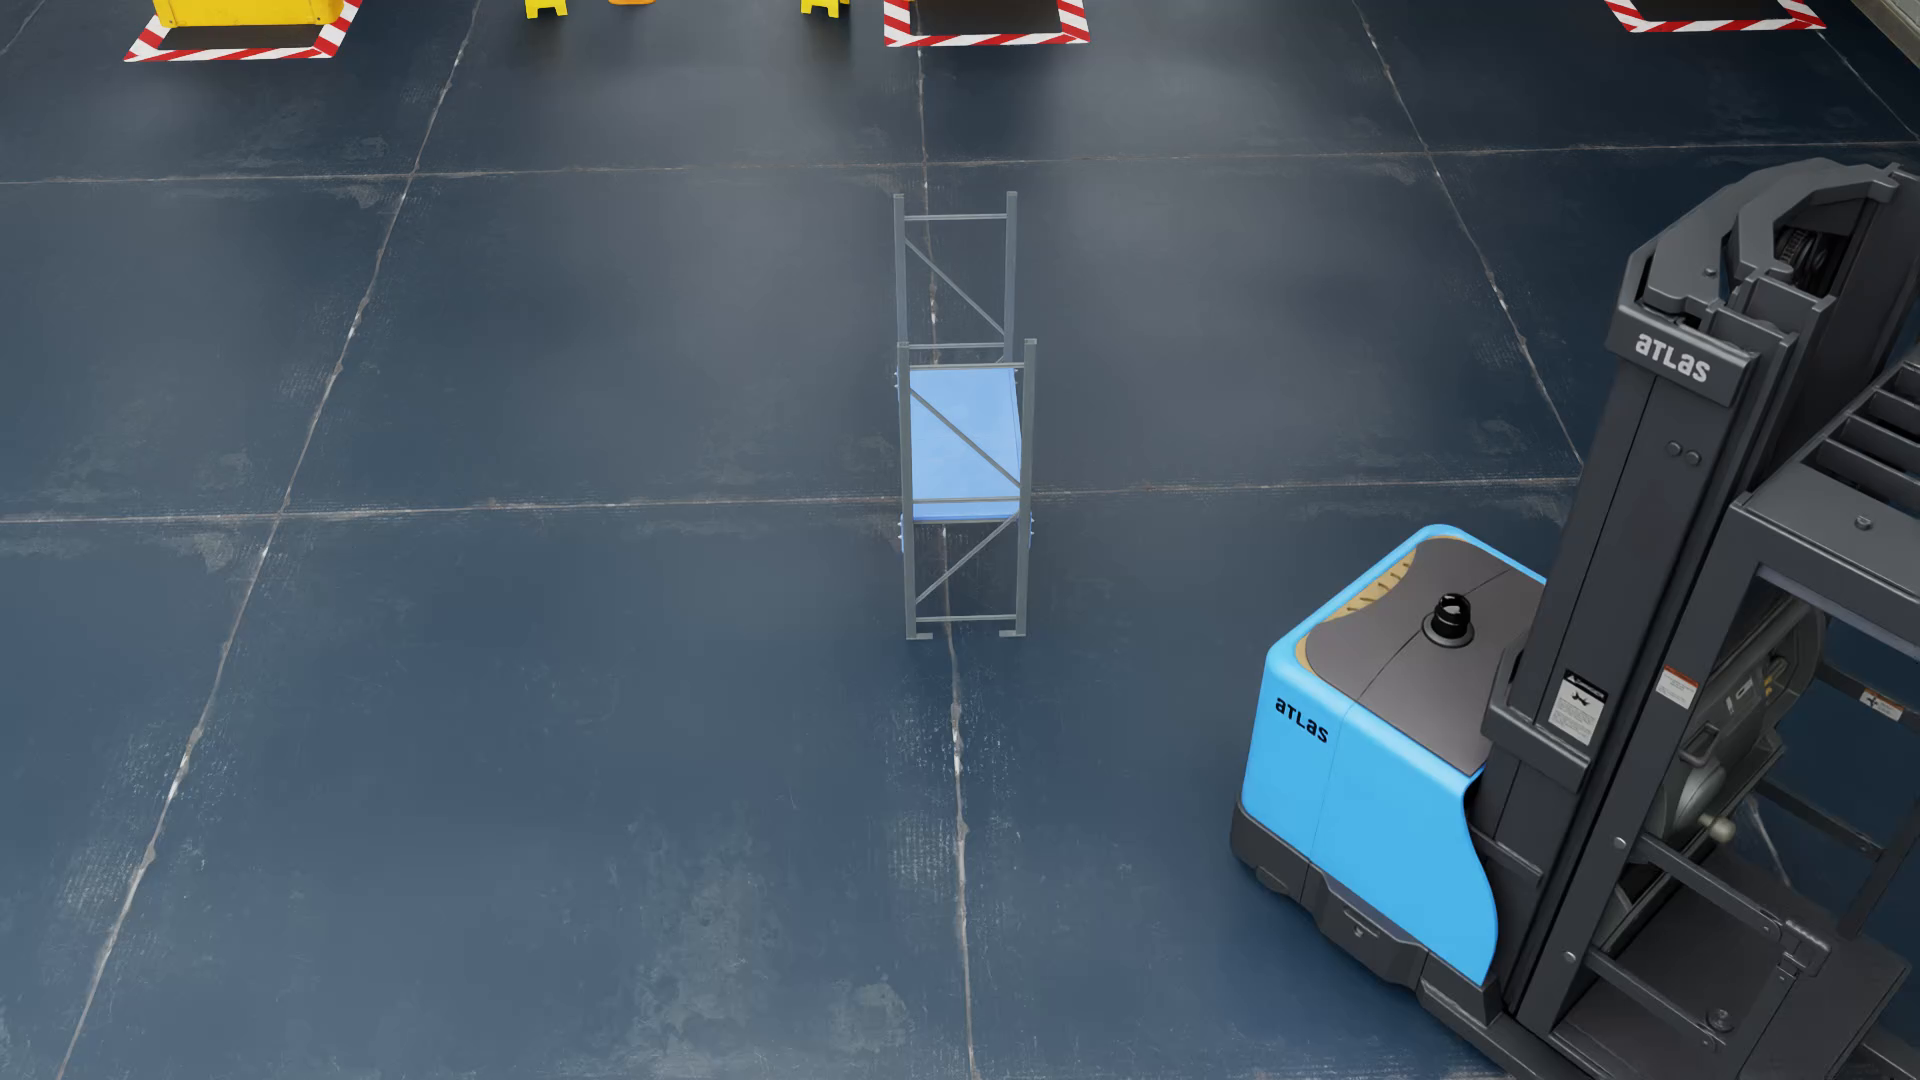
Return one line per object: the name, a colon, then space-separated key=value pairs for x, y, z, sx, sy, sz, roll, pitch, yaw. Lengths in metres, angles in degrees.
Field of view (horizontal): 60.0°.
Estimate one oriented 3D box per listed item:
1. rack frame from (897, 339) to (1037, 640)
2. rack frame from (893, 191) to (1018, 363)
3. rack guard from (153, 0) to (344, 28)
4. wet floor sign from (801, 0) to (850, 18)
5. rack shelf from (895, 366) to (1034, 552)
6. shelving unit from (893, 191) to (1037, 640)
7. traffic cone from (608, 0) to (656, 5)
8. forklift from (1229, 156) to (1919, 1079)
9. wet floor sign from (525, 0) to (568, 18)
rack frame: x=0.025 y=-0.152 z=6.456 sx=0.500 sy=1.500 sz=0.032 roll=-2 pitch=43 yaw=-2
rack frame: x=-0.018 y=-0.838 z=7.204 sx=0.500 sy=1.500 sz=0.032 roll=-2 pitch=43 yaw=-2
rack guard: x=-4.797 y=-3.751 z=11.122 sx=1.175 sy=0.500 sz=0.348 roll=-2 pitch=43 yaw=-2
wet floor sign: x=-0.918 y=-3.872 z=11.147 sx=0.267 sy=0.644 sz=0.232 roll=12 pitch=44 yaw=13
rack shelf: x=0.004 y=-0.363 z=6.952 sx=0.538 sy=0.185 sz=1.000 roll=-2 pitch=43 yaw=-2
shelving unit: x=0.004 y=-0.495 z=6.830 sx=0.538 sy=1.500 sz=1.048 roll=-2 pitch=43 yaw=-2
traffic cone: x=-2.258 y=-3.956 z=11.373 sx=0.336 sy=0.463 sz=0.334 roll=-2 pitch=43 yaw=-2
forklift: x=2.363 y=0.576 z=4.602 sx=1.130 sy=2.935 sz=3.031 roll=-33 pitch=52 yaw=-30
wet floor sign: x=-2.819 y=-3.858 z=11.131 sx=0.267 sy=0.644 sz=0.232 roll=-8 pitch=43 yaw=-9
